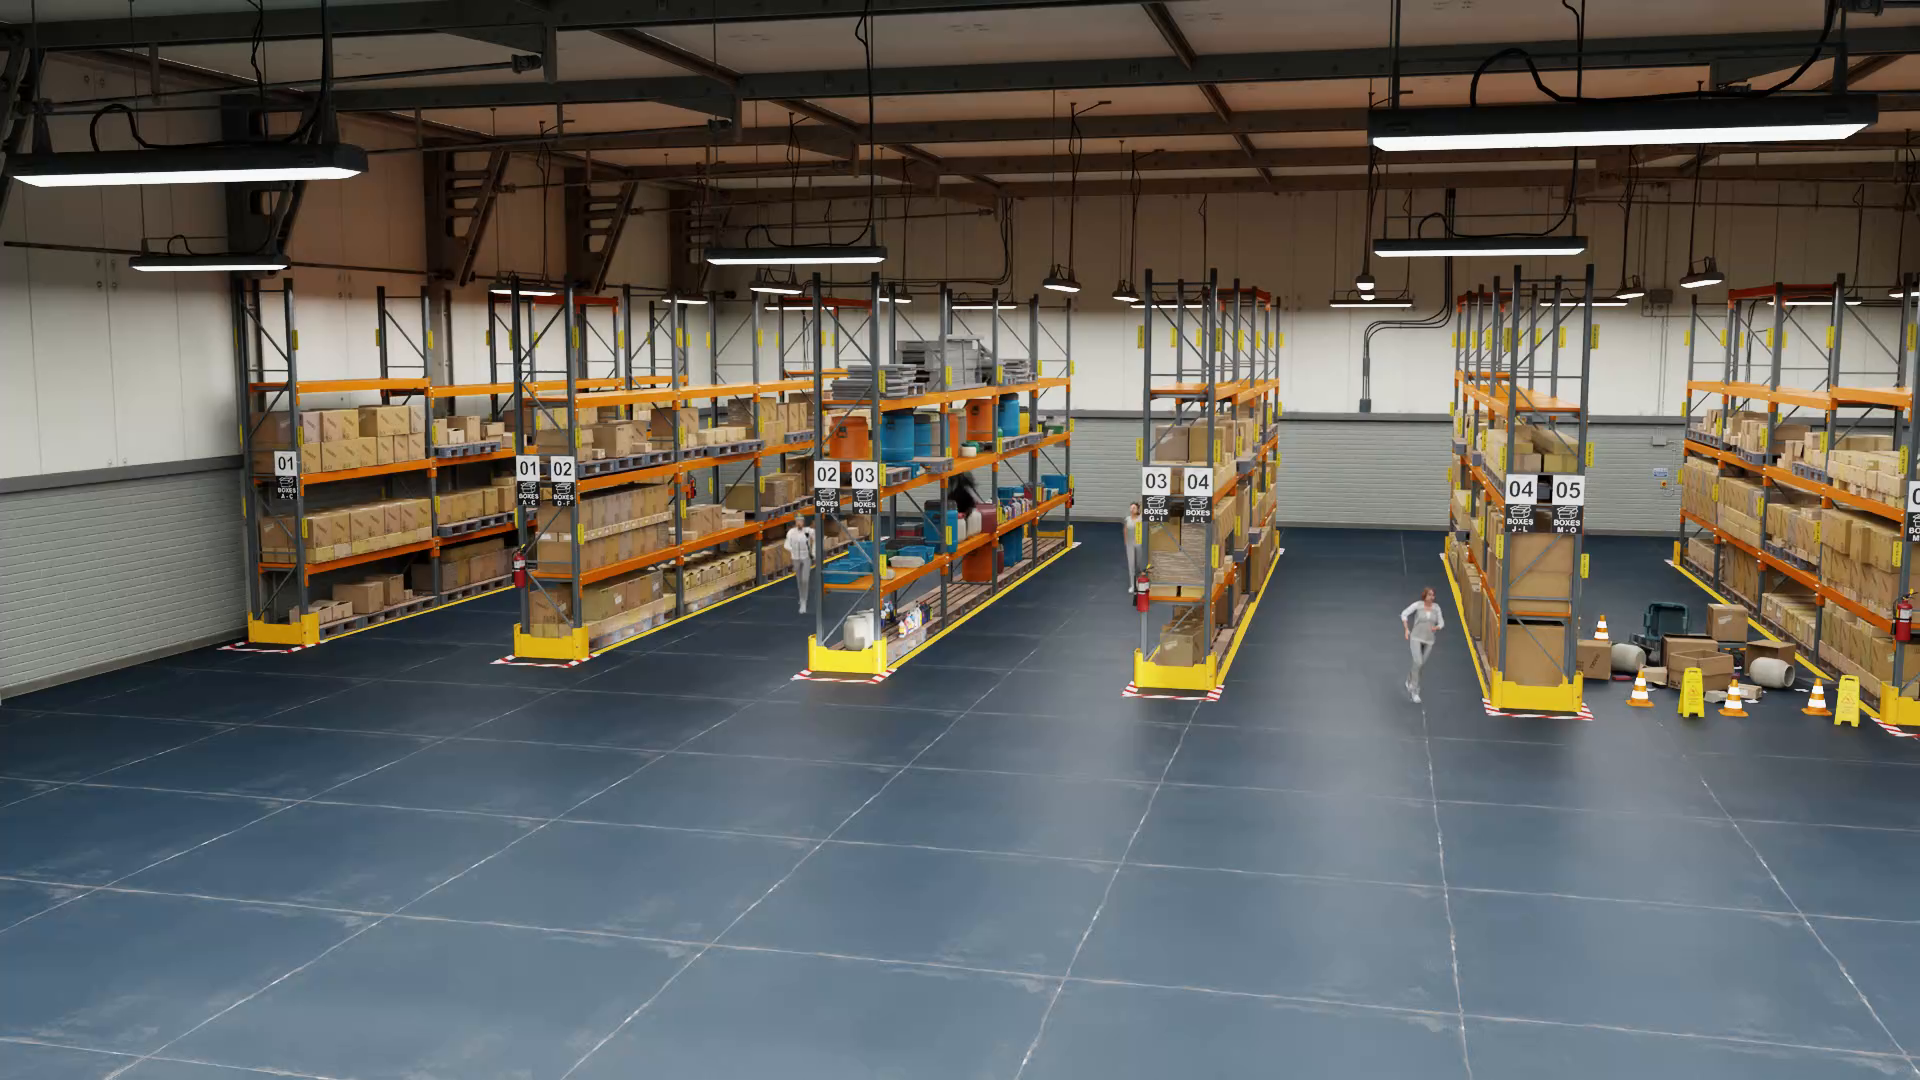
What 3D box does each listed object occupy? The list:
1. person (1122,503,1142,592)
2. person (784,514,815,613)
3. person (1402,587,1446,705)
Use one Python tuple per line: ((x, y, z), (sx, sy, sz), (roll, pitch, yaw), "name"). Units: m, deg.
((3.311, 0.135, 31.455), (0.564, 1.664, 0.658), (2, 7, 19), "person")
((-2.789, 0.372, 29.113), (0.572, 1.713, 0.847), (1, 7, 9), "person")
((6.482, 1.457, 23.250), (0.558, 1.631, 0.783), (0, 7, -3), "person")
